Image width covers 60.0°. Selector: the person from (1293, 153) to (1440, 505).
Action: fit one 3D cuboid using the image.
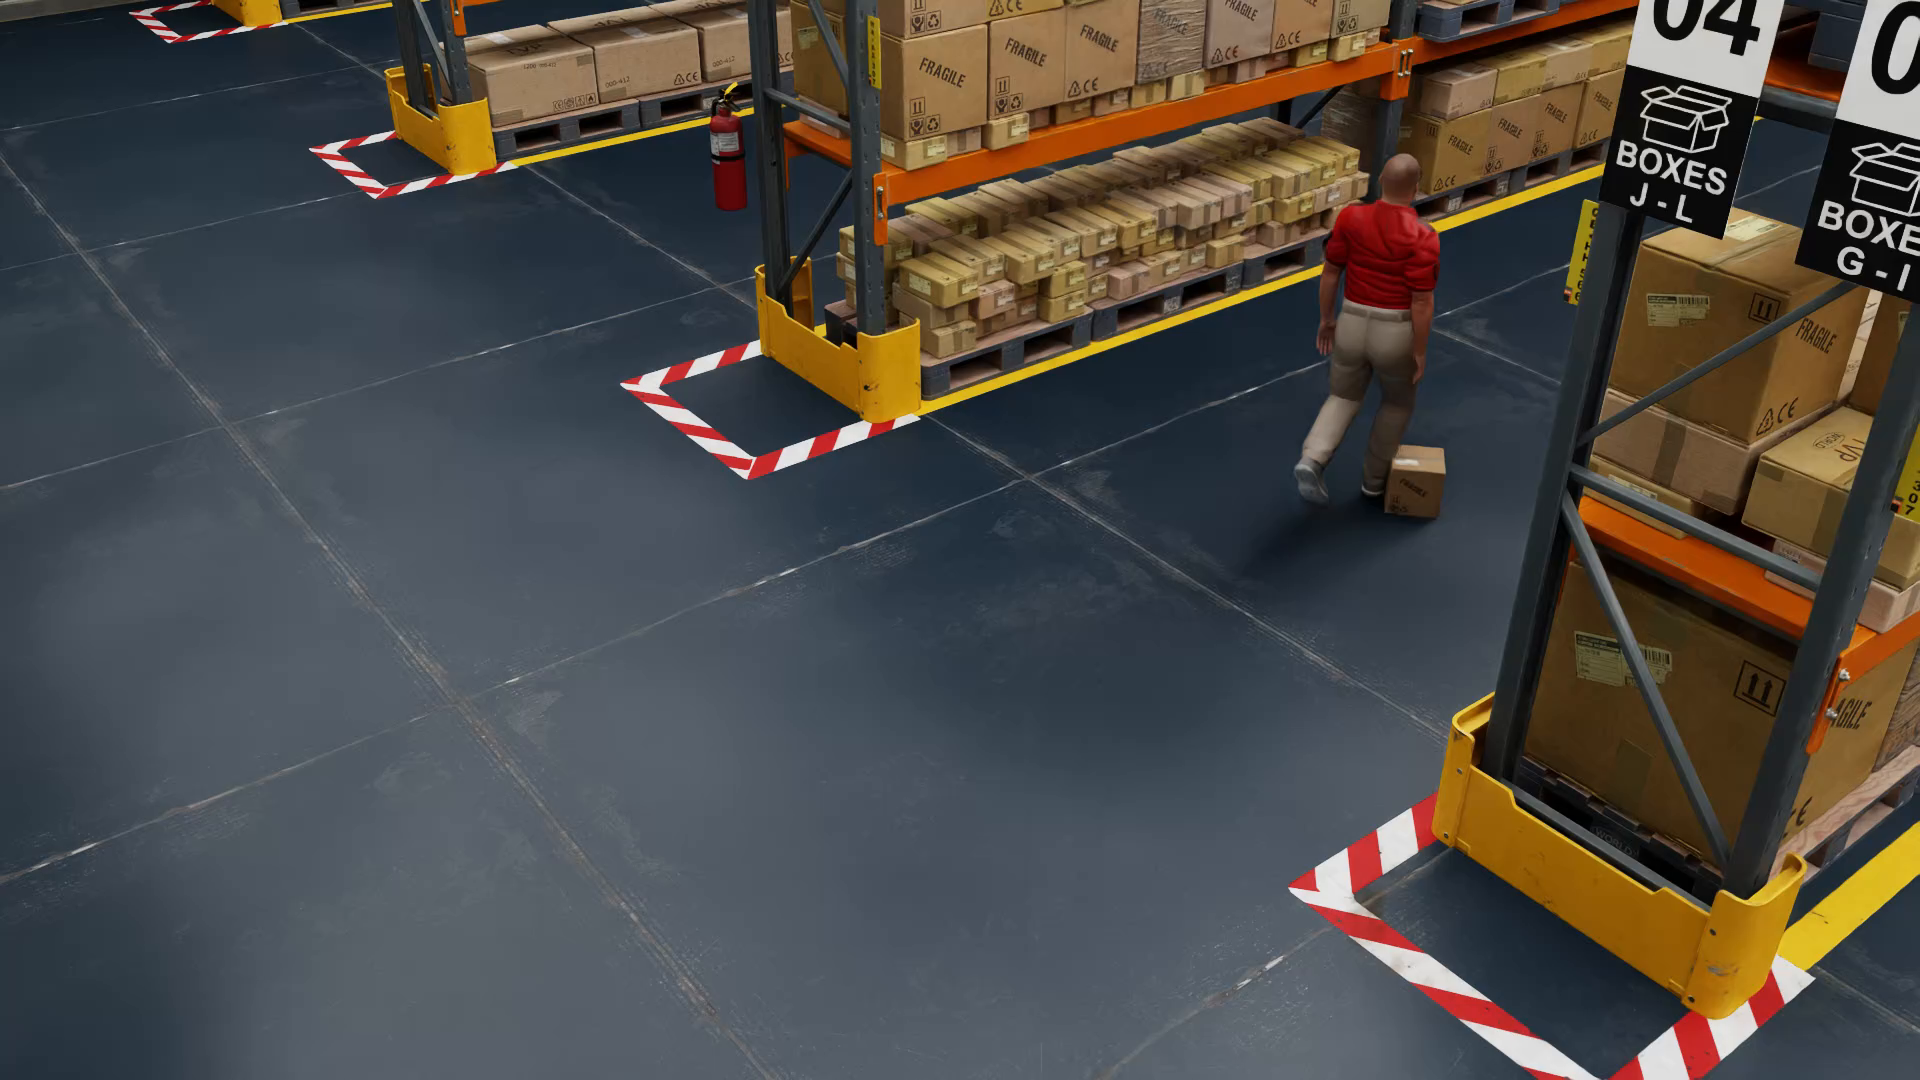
[{"bbox_3d":[1.867,-0.933,7.614,0.557,1.695,0.781,23,39,32],"label":"person"}]
